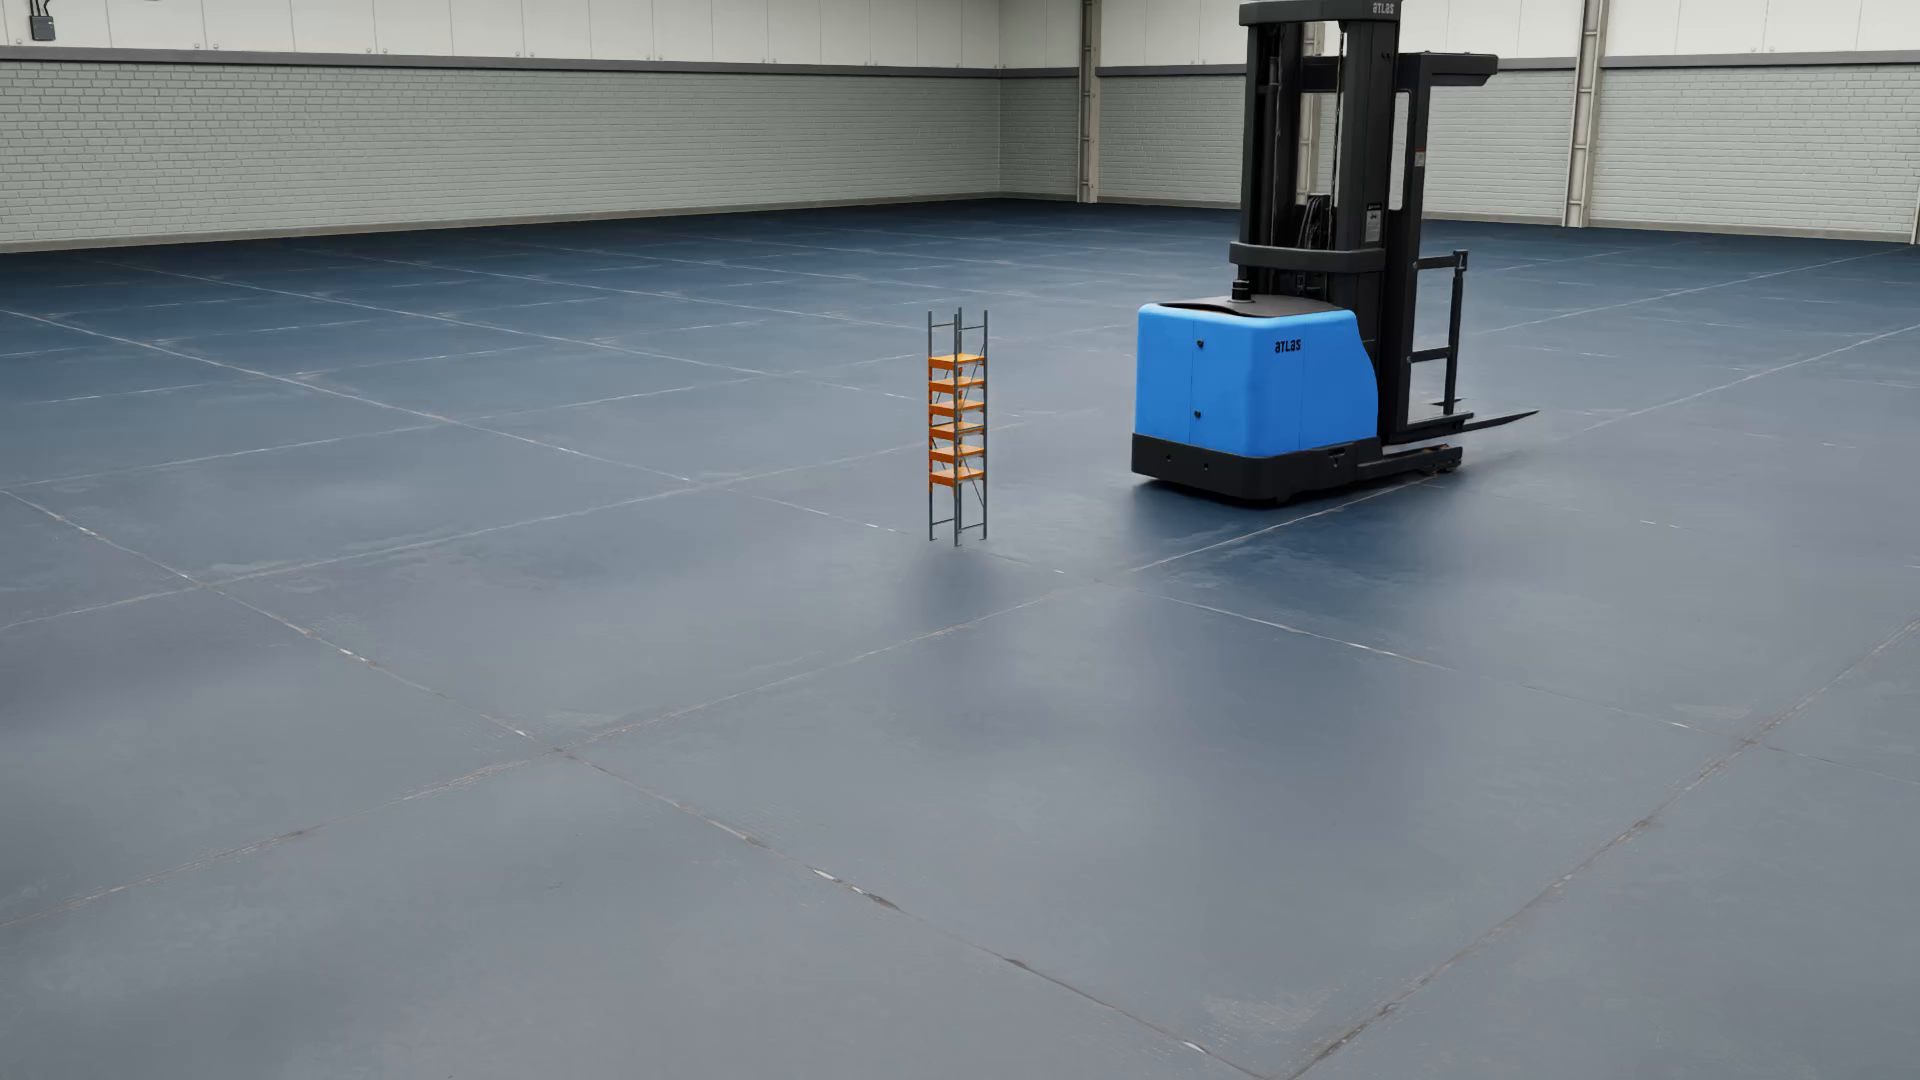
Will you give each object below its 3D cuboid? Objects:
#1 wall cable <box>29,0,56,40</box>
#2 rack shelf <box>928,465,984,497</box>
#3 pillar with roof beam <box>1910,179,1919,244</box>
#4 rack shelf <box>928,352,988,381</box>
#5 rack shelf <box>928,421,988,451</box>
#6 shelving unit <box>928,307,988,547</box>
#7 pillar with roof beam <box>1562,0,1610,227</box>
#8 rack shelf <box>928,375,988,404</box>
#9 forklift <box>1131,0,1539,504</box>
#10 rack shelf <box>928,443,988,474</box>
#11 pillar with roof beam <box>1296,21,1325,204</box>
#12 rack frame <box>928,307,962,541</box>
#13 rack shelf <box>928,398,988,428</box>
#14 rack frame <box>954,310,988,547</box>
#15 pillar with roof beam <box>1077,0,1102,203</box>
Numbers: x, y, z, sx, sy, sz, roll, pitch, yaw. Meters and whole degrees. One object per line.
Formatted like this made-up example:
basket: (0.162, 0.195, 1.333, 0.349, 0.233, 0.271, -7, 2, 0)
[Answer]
wall cable: (-13.434, -10.806, 25.605, 0.169, 6.003, 2.305, 14, 20, 42)
rack shelf: (-0.010, -0.308, 8.654, 0.180, 0.103, 0.258, 14, 20, 42)
pillar with roof beam: (13.002, -8.470, 23.385, 0.400, 9.000, 9.100, 14, 20, 42)
rack shelf: (-0.010, -0.889, 8.502, 0.180, 0.103, 0.258, 14, 20, 42)
rack shelf: (-0.010, -0.540, 8.593, 0.180, 0.103, 0.258, 14, 20, 42)
shelving unit: (-0.010, -0.583, 8.582, 0.189, 1.200, 0.258, 14, 20, 42)
pillar with roof beam: (8.682, -9.521, 27.415, 0.400, 9.000, 9.100, 14, 20, 42)
rack shelf: (-0.010, -0.772, 8.533, 0.180, 0.103, 0.258, 14, 20, 42)
forklift: (2.504, -1.903, 10.213, 3.031, 2.935, 1.130, -11, 18, -37)
rack shelf: (-0.010, -0.424, 8.623, 0.180, 0.103, 0.258, 14, 20, 42)
pillar with roof beam: (4.363, -10.571, 31.445, 0.400, 9.000, 9.100, 14, 20, 42)
rack frame: (-0.076, -0.599, 8.643, 0.006, 1.200, 0.240, 14, 20, 42)
rack shelf: (-0.010, -0.656, 8.563, 0.180, 0.103, 0.258, 14, 20, 42)
rack frame: (0.055, -0.567, 8.520, 0.006, 1.200, 0.240, 14, 20, 42)
pillar with roof beam: (0.044, -11.621, 35.475, 0.400, 9.000, 9.100, 14, 20, 42)
